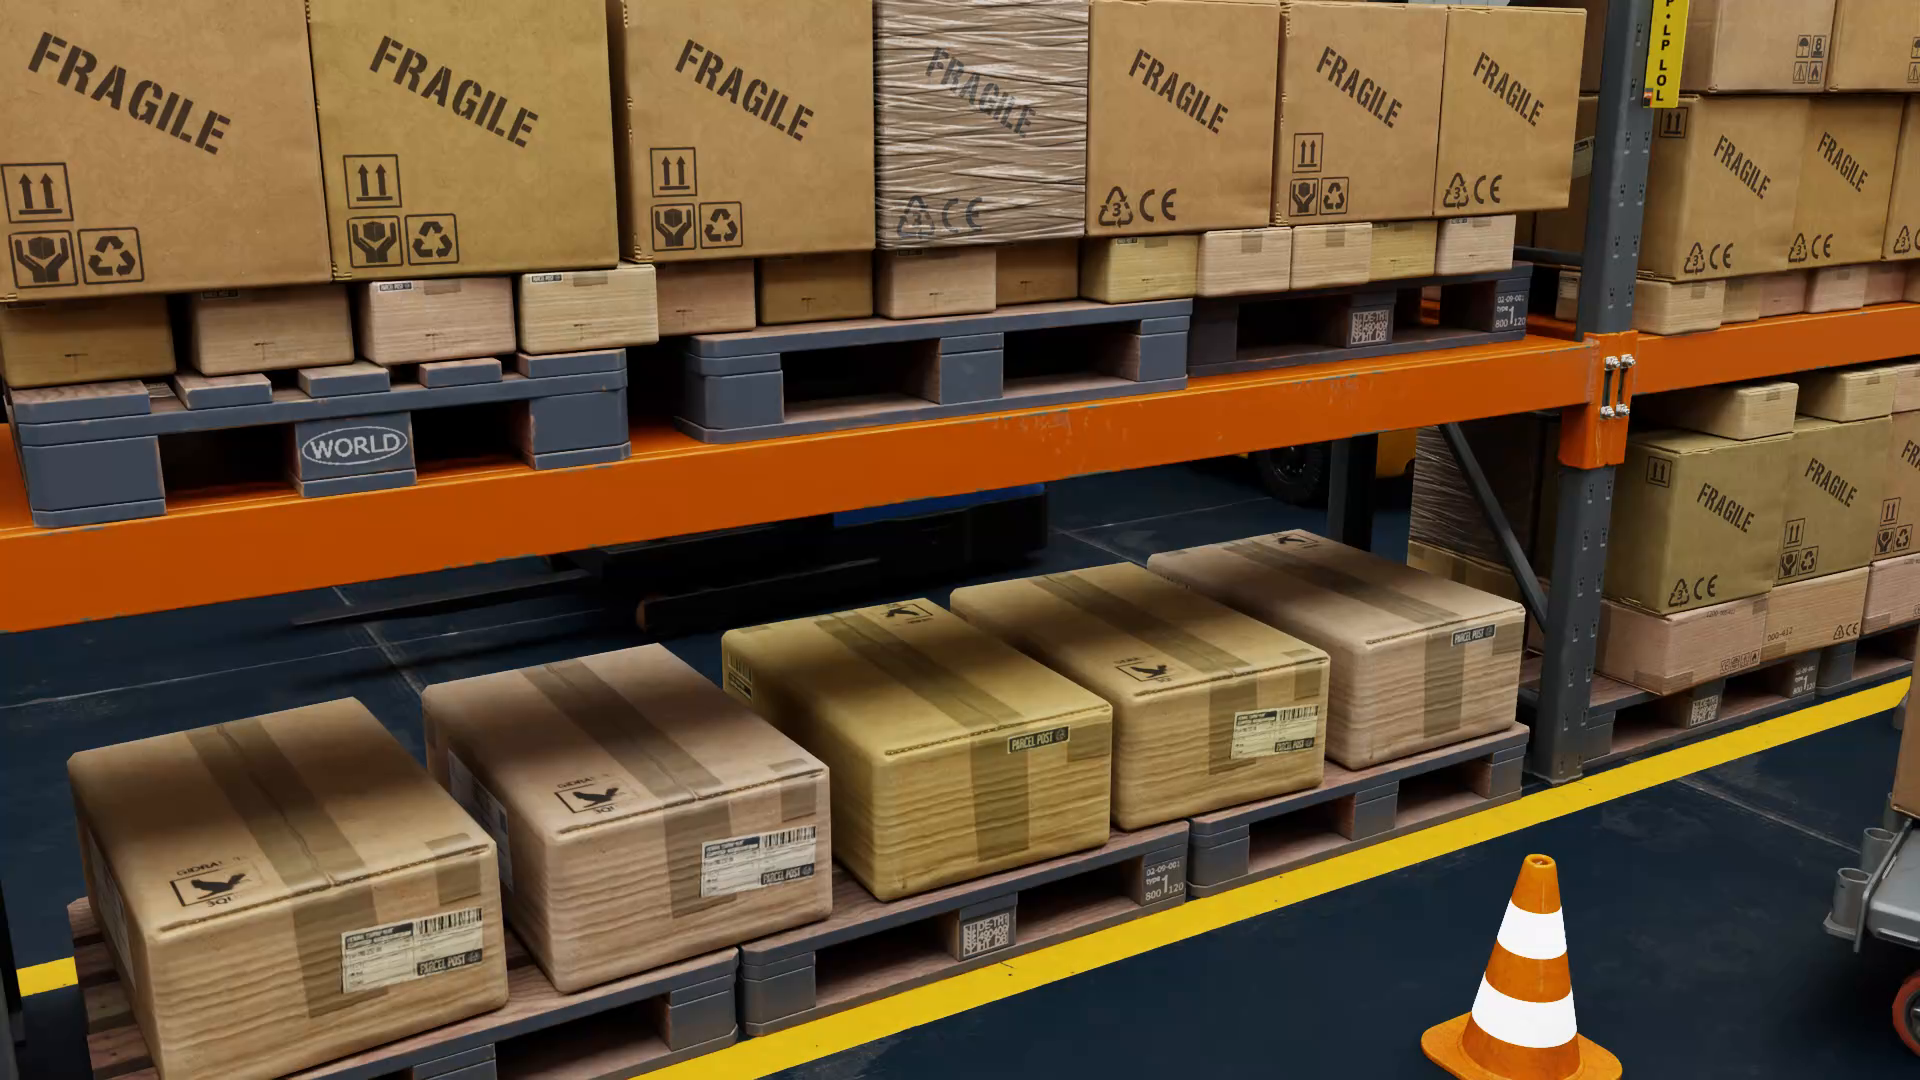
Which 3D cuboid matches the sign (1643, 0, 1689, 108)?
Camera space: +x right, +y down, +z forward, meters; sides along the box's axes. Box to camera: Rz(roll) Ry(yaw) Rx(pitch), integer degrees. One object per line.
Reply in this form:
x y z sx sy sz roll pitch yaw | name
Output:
1.811 -1.276 4.260 0.005 0.325 0.100 -9 18 -30 | sign

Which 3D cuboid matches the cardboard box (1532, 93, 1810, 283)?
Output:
2.043 -1.035 4.807 0.500 0.500 0.500 -9 18 -30 | cardboard box

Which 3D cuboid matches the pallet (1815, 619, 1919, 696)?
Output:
3.127 0.224 6.220 1.213 0.211 1.003 -9 18 -30 | pallet

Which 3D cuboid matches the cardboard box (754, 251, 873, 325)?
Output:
-0.379 -0.566 3.559 0.250 0.149 0.380 -8 18 -28 | cardboard box

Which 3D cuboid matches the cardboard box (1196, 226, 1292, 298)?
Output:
0.569 -0.679 3.964 0.250 0.149 0.380 -9 18 -29 | cardboard box

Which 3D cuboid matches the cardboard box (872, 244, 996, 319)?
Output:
-0.122 -0.587 3.635 0.250 0.149 0.380 -9 18 -28 | cardboard box

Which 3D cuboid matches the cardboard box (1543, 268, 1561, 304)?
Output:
1.851 -0.877 5.447 0.250 0.149 0.380 -9 18 -28 | cardboard box

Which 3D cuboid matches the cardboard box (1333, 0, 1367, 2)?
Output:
0.937 -1.569 4.733 0.250 0.149 0.380 -9 18 -30 | cardboard box

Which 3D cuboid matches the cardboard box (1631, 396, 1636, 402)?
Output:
2.326 -0.301 5.854 0.500 0.500 0.500 -9 18 -29 | cardboard box

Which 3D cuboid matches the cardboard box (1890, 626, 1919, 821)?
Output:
2.465 0.400 3.653 0.500 0.500 0.500 -9 18 -30 | cardboard box

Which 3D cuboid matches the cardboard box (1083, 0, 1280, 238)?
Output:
0.375 -0.983 3.846 0.500 0.500 0.500 -9 18 -28 | cardboard box

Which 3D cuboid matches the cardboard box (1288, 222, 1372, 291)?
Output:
0.786 -0.716 4.093 0.250 0.149 0.380 -10 18 -31 | cardboard box

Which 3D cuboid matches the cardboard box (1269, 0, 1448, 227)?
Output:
0.820 -1.054 4.097 0.500 0.500 0.500 -9 18 -29 | cardboard box

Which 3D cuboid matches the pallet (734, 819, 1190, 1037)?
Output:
-0.191 0.775 4.253 1.213 0.211 1.003 -9 18 -30 | pallet

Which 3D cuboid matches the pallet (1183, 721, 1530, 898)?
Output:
0.856 0.605 4.861 1.213 0.211 1.003 -9 18 -30 | pallet

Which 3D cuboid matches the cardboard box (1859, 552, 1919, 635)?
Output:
3.072 0.105 5.796 0.500 0.250 0.500 -9 18 -30 | cardboard box

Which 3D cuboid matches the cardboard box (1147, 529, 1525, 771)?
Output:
1.074 0.290 4.908 0.625 0.372 0.950 -9 18 -29 | cardboard box

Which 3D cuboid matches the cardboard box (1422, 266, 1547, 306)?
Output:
1.641 -0.841 5.317 0.250 0.149 0.380 -9 18 -30 | cardboard box

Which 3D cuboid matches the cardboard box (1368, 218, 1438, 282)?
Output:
0.988 -0.760 4.250 0.250 0.149 0.380 -10 18 -31 | cardboard box

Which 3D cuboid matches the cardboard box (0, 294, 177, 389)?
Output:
-1.532 -0.374 2.874 0.250 0.149 0.380 -10 19 -33 | cardboard box

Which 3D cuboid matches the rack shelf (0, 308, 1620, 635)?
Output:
-0.192 -0.222 3.978 4.000 0.370 1.077 -9 18 -30 | rack shelf

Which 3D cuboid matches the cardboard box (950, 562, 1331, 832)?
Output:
0.459 0.391 4.549 0.625 0.372 0.950 -8 18 -26 | cardboard box

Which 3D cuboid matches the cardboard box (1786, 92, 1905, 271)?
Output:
2.461 -1.110 5.075 0.500 0.500 0.500 -9 18 -30 | cardboard box

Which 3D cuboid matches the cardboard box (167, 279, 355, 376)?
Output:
-1.273 -0.405 2.986 0.250 0.149 0.380 -11 19 -33 | cardboard box

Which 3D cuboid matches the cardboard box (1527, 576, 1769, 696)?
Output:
2.167 0.256 5.257 0.500 0.250 0.500 -10 19 -32 | cardboard box

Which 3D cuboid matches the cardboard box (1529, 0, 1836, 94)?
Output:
2.011 -1.530 4.723 0.500 0.500 0.700 -9 18 -30 | cardboard box

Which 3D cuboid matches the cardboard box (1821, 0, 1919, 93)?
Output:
2.460 -1.596 4.958 0.500 0.500 0.700 -9 18 -29 | cardboard box

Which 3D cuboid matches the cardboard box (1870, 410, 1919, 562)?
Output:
3.065 -0.254 5.686 0.500 0.500 0.500 -8 18 -27 | cardboard box

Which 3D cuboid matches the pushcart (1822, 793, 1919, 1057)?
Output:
2.739 0.937 3.369 1.648 0.377 0.936 12 20 37 | pushcart

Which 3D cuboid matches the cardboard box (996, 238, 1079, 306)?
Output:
0.063 -0.641 3.827 0.250 0.149 0.380 -10 18 -32 | cardboard box

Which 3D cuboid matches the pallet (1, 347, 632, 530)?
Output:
-1.351 -0.322 3.356 1.003 0.211 1.213 -9 18 -30 | pallet

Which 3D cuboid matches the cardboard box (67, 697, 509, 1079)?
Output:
-1.417 0.696 3.459 0.625 0.372 0.950 -11 19 -33 | cardboard box

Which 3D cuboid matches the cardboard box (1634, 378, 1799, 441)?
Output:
2.305 -0.421 5.080 0.250 0.149 0.380 -9 18 -29 | cardboard box

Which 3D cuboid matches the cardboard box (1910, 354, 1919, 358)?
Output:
3.651 -0.517 6.622 0.500 0.500 0.500 -10 19 -32 | cardboard box

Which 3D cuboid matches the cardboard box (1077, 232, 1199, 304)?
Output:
0.341 -0.654 3.873 0.250 0.149 0.380 -9 18 -30 | cardboard box

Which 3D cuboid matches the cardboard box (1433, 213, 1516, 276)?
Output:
1.223 -0.792 4.367 0.250 0.149 0.380 -9 18 -29 | cardboard box

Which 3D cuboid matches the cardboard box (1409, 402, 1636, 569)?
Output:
1.891 -0.230 5.600 0.500 0.500 0.500 -9 18 -30 | cardboard box

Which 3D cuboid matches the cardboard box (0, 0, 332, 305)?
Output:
-1.402 -0.693 2.811 0.500 0.500 0.500 -10 18 -31 | cardboard box

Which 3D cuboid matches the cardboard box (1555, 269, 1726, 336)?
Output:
1.957 -0.695 4.798 0.250 0.149 0.380 -9 18 -30 | cardboard box

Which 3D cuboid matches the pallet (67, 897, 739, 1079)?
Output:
-1.236 0.944 3.651 1.213 0.211 1.003 -9 18 -30 | pallet

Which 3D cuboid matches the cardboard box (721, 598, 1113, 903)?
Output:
-0.136 0.488 4.203 0.625 0.372 0.950 -9 18 -28 | cardboard box

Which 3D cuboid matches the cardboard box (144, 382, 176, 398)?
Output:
-3.924 -0.581 7.546 0.625 0.625 0.875 -9 18 -28 | cardboard box

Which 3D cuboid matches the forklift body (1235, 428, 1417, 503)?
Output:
1.706 -1.456 8.619 1.214 2.155 2.313 -9 18 -30 | forklift body

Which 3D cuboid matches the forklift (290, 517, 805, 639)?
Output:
-1.146 -1.211 6.299 3.031 2.935 1.121 -10 19 -32 | forklift

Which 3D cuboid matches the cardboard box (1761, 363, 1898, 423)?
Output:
2.745 -0.493 5.337 0.250 0.149 0.380 -8 18 -28 | cardboard box

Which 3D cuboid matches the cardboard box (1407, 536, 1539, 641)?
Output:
1.891 0.131 5.702 0.500 0.250 0.500 -8 18 -27 | cardboard box

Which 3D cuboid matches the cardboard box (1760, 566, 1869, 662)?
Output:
2.619 0.179 5.531 0.500 0.250 0.500 -8 18 -27 | cardboard box

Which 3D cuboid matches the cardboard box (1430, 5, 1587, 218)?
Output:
1.244 -1.123 4.344 0.500 0.500 0.500 -10 18 -31 | cardboard box

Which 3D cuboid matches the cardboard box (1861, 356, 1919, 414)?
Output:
2.974 -0.531 5.473 0.250 0.149 0.380 -8 18 -27 | cardboard box

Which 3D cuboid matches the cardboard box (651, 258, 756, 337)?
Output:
-0.601 -0.518 3.387 0.250 0.149 0.380 -8 18 -26 | cardboard box

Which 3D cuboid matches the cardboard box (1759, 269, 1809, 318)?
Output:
2.359 -0.786 5.123 0.250 0.149 0.380 -9 18 -30 | cardboard box

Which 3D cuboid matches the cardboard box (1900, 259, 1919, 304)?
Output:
3.059 -0.871 5.424 0.250 0.149 0.380 -9 18 -29 | cardboard box

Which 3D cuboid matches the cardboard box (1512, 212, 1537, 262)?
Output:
1.775 -1.157 5.244 0.500 0.500 0.500 -10 18 -31 | cardboard box

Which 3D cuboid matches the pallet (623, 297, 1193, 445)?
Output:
-0.231 -0.483 3.930 1.213 0.211 1.003 -9 18 -30 | pallet

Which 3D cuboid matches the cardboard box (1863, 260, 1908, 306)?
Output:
2.802 -0.857 5.375 0.250 0.149 0.380 -9 18 -30 | cardboard box

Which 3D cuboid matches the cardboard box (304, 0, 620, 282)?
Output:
-0.959 -0.767 3.075 0.500 0.500 0.500 -8 18 -27 | cardboard box

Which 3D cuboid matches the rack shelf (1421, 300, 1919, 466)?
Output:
3.237 -0.778 5.961 4.000 0.370 1.077 -9 18 -30 | rack shelf
